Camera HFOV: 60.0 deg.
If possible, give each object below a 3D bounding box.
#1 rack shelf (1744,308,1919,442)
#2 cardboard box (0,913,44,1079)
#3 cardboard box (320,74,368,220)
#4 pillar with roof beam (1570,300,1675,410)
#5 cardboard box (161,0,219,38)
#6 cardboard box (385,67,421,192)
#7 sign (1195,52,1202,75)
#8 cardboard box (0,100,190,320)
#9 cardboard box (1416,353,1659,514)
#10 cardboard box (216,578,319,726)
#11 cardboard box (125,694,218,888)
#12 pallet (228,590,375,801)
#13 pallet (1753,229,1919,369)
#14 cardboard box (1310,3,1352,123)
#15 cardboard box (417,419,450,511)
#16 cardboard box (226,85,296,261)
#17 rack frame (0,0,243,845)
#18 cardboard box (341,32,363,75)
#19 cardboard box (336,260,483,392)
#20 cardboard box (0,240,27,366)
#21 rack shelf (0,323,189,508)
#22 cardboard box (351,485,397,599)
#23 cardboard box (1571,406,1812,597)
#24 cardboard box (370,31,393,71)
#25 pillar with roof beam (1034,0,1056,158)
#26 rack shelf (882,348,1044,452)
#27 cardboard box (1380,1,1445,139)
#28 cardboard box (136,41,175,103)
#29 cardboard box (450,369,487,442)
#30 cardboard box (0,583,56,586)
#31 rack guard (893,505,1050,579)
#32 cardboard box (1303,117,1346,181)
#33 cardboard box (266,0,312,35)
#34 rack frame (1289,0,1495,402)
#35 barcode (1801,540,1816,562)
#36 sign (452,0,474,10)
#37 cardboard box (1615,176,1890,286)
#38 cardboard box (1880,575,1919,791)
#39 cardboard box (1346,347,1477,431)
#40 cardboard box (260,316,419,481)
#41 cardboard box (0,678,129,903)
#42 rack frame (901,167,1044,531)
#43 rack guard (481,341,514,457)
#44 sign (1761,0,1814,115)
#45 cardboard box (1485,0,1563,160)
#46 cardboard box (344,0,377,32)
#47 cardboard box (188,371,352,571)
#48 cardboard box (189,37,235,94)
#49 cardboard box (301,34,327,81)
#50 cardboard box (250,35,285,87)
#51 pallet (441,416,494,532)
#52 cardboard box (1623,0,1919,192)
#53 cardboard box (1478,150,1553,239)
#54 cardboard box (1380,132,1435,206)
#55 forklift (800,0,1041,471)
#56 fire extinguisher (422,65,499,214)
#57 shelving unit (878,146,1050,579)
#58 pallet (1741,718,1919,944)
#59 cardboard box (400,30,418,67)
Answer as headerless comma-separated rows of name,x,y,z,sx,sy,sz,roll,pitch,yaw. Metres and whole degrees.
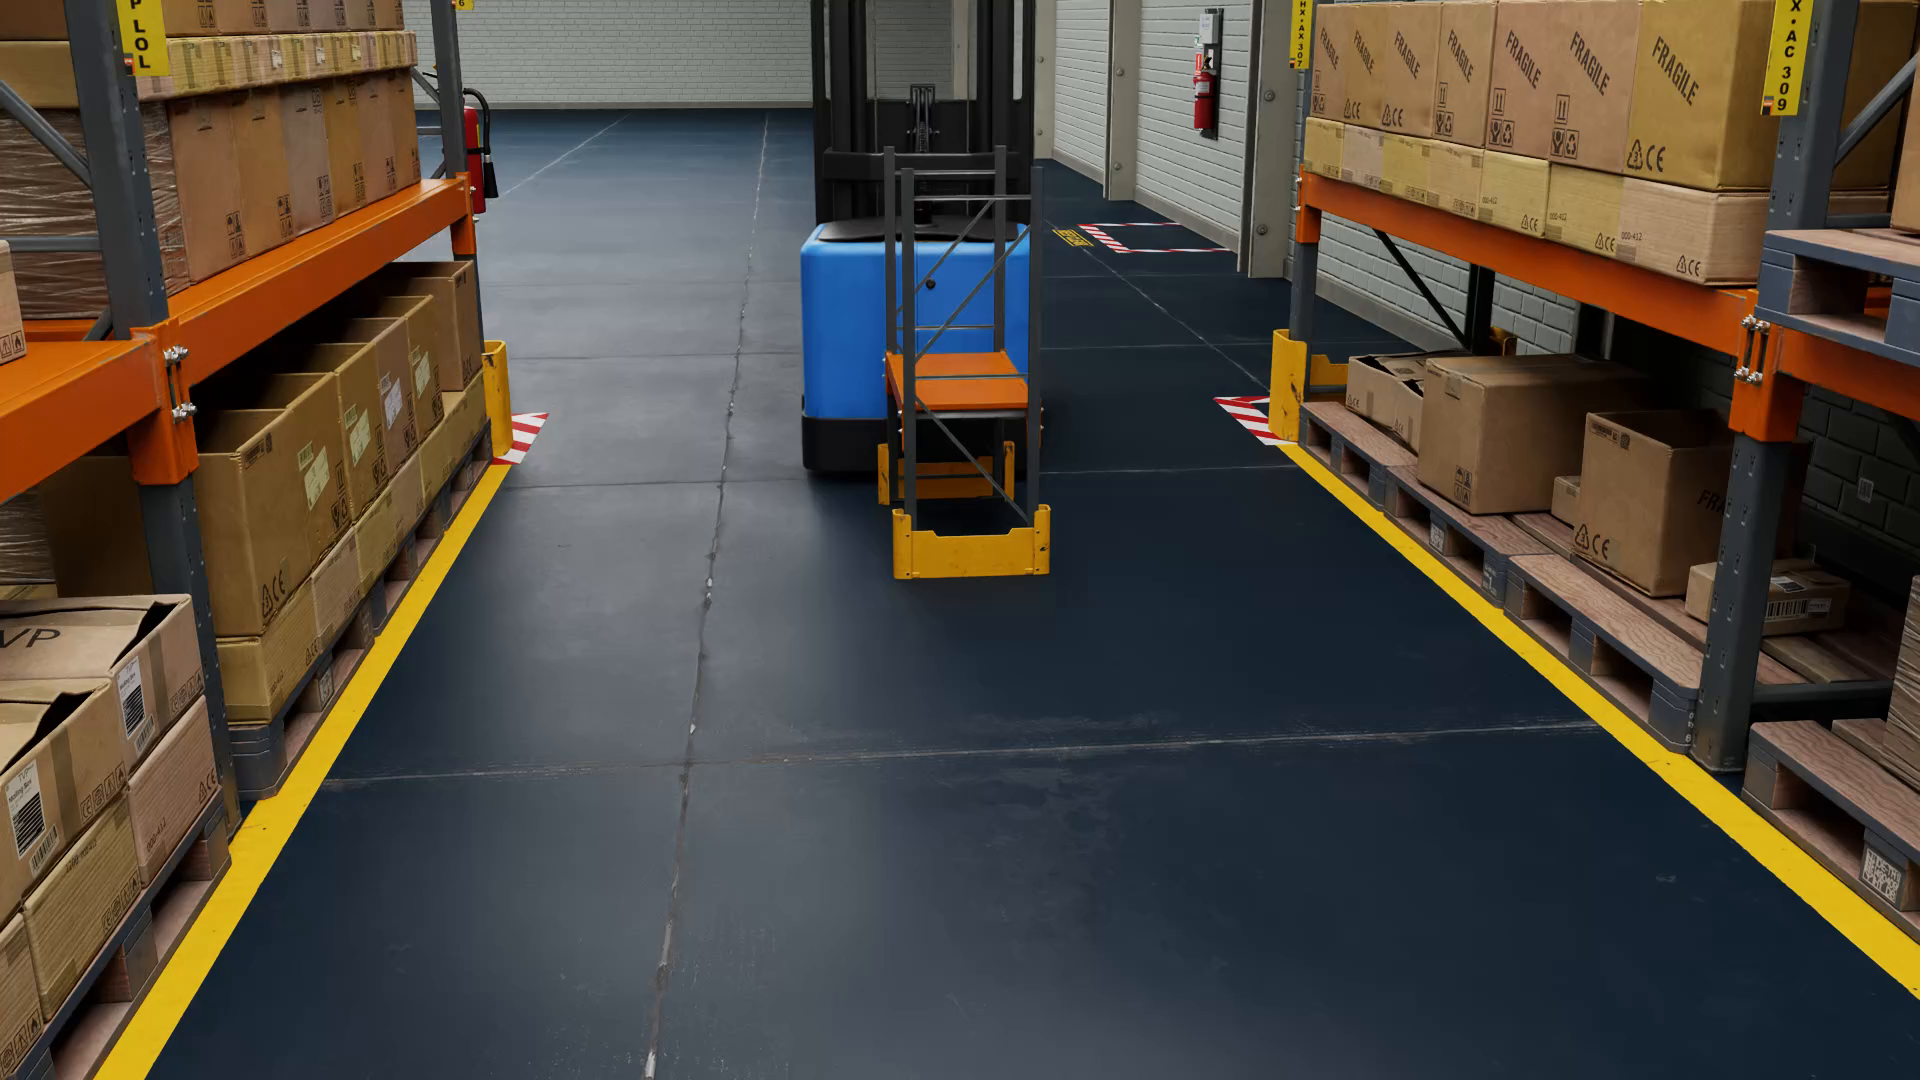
rack shelf,2.776,0.126,2.470,1.077,0.370,4.000,-2,18,-6
cardboard box,-1.922,0.870,2.788,0.500,0.250,0.500,-1,17,-4
cardboard box,-2.629,-1.455,6.137,0.700,0.500,0.500,-2,18,-5
pillar with roof beam,-1.192,-4.553,6.155,9.100,9.000,0.400,-2,18,-6
cardboard box,-2.462,-1.609,4.460,0.700,0.500,0.500,-2,18,-6
cardboard box,-2.734,-1.759,7.106,0.700,0.500,0.500,-2,18,-6
sign,2.300,-4.533,16.050,0.001,0.329,0.234,-2,18,-6
cardboard box,-2.409,-0.839,4.175,0.700,0.500,0.500,-2,18,-7
cardboard box,2.224,-0.424,6.458,0.700,0.500,0.500,-3,18,-9
cardboard box,-2.103,0.305,4.589,0.500,0.250,0.500,-2,18,-6
cardboard box,-2.026,0.567,3.754,0.500,0.250,0.500,-2,18,-6
pallet,-2.397,0.433,4.946,1.003,0.211,1.213,-2,18,-6
pallet,2.504,-0.490,3.550,1.003,0.211,1.213,-2,18,-6
cardboard box,1.908,-2.150,7.481,0.500,0.500,0.500,-2,18,-6
cardboard box,-2.303,-0.291,6.487,0.500,0.250,0.500,-2,18,-6
cardboard box,-2.517,-1.146,5.152,0.700,0.500,0.500,-2,17,-5
rack frame,-2.357,-0.659,3.770,1.000,3.000,0.127,-2,18,-6
cardboard box,-2.434,-1.793,6.131,0.380,0.149,0.250,-1,17,-4
cardboard box,-2.418,-0.947,7.323,0.500,0.500,0.500,-2,18,-6
cardboard box,-2.262,-0.443,3.329,0.500,0.250,0.500,-1,17,-2
rack shelf,-2.150,0.280,1.979,1.077,0.370,4.000,-2,18,-6
cardboard box,-2.196,0.006,5.539,0.500,0.250,0.500,-2,18,-6
cardboard box,2.423,-0.139,5.550,0.500,0.500,0.500,-3,18,-10
cardboard box,-2.485,-1.946,6.619,0.380,0.149,0.250,-2,18,-6
pillar with roof beam,-3.048,-9.916,23.237,9.100,9.000,0.400,-2,18,-6
rack shelf,-0.009,-0.569,6.587,0.538,0.185,1.000,-2,18,-6
cardboard box,1.996,-1.848,6.520,0.500,0.500,0.500,-2,18,-7
cardboard box,-2.218,-1.177,4.170,0.380,0.149,0.250,-2,17,-5
cardboard box,-2.420,-0.589,7.435,0.500,0.250,0.500,-2,18,-6
cardboard box,-2.664,0.171,5.013,0.500,0.250,0.500,-2,18,-6
rack guard,0.043,0.006,6.239,0.587,0.250,0.087,-2,18,-6
cardboard box,1.892,-1.788,7.582,0.500,0.250,0.500,-2,18,-7
cardboard box,-2.564,-1.907,5.410,0.700,0.500,0.500,-2,18,-6
rack frame,2.158,-2.005,8.057,1.000,3.000,0.127,-2,18,-6
barcode,2.781,0.040,5.447,0.001,0.075,0.075,-2,18,-6
sign,-2.228,-2.529,7.397,0.100,0.325,0.005,-2,18,-6
cardboard box,2.220,-0.883,4.700,0.500,0.250,0.500,-2,18,-6
cardboard box,2.663,0.388,3.872,0.700,0.500,0.500,-1,17,-4
cardboard box,2.139,-0.723,7.728,0.500,0.311,0.500,-4,18,-12
cardboard box,-2.250,-0.500,5.900,0.500,0.500,0.500,-2,18,-6
cardboard box,-1.970,0.451,3.185,0.500,0.311,0.500,-1,17,-4
rack frame,0.044,-0.590,6.051,0.500,1.500,0.032,-2,18,-6
rack guard,-2.772,-0.666,7.963,1.175,0.500,0.348,-2,18,-6
sign,2.031,-1.208,4.070,0.100,0.325,0.005,-2,18,-6
cardboard box,2.115,-1.540,5.538,0.500,0.500,0.500,-2,18,-7
cardboard box,-2.669,-2.206,6.363,0.700,0.500,0.500,-2,18,-7
cardboard box,-2.152,-0.202,4.951,0.500,0.500,0.500,-2,18,-6
cardboard box,-2.275,-1.332,4.663,0.380,0.149,0.250,-2,18,-6
cardboard box,-2.378,-1.638,5.638,0.380,0.149,0.250,-2,18,-6
cardboard box,-2.329,-1.486,5.154,0.380,0.149,0.250,-2,18,-7
pallet,-2.649,-0.294,7.262,1.003,0.211,1.213,-2,18,-6
cardboard box,2.214,-1.241,4.586,0.500,0.500,0.500,-2,18,-6
cardboard box,2.109,-1.181,5.649,0.500,0.250,0.500,-2,18,-6
cardboard box,2.007,-1.482,6.606,0.500,0.250,0.500,-2,18,-7
forklift,-0.176,-2.090,8.440,1.130,2.935,3.031,0,17,0
fire extinguisher,-2.319,-1.864,7.735,0.296,0.674,0.183,-2,18,-6
shelving unit,-0.008,-0.738,6.525,0.587,1.500,1.083,-2,18,-6
pallet,2.652,0.749,3.940,1.003,0.211,1.213,-2,18,-6
cardboard box,-2.540,-2.100,7.110,0.380,0.149,0.250,-2,18,-7
